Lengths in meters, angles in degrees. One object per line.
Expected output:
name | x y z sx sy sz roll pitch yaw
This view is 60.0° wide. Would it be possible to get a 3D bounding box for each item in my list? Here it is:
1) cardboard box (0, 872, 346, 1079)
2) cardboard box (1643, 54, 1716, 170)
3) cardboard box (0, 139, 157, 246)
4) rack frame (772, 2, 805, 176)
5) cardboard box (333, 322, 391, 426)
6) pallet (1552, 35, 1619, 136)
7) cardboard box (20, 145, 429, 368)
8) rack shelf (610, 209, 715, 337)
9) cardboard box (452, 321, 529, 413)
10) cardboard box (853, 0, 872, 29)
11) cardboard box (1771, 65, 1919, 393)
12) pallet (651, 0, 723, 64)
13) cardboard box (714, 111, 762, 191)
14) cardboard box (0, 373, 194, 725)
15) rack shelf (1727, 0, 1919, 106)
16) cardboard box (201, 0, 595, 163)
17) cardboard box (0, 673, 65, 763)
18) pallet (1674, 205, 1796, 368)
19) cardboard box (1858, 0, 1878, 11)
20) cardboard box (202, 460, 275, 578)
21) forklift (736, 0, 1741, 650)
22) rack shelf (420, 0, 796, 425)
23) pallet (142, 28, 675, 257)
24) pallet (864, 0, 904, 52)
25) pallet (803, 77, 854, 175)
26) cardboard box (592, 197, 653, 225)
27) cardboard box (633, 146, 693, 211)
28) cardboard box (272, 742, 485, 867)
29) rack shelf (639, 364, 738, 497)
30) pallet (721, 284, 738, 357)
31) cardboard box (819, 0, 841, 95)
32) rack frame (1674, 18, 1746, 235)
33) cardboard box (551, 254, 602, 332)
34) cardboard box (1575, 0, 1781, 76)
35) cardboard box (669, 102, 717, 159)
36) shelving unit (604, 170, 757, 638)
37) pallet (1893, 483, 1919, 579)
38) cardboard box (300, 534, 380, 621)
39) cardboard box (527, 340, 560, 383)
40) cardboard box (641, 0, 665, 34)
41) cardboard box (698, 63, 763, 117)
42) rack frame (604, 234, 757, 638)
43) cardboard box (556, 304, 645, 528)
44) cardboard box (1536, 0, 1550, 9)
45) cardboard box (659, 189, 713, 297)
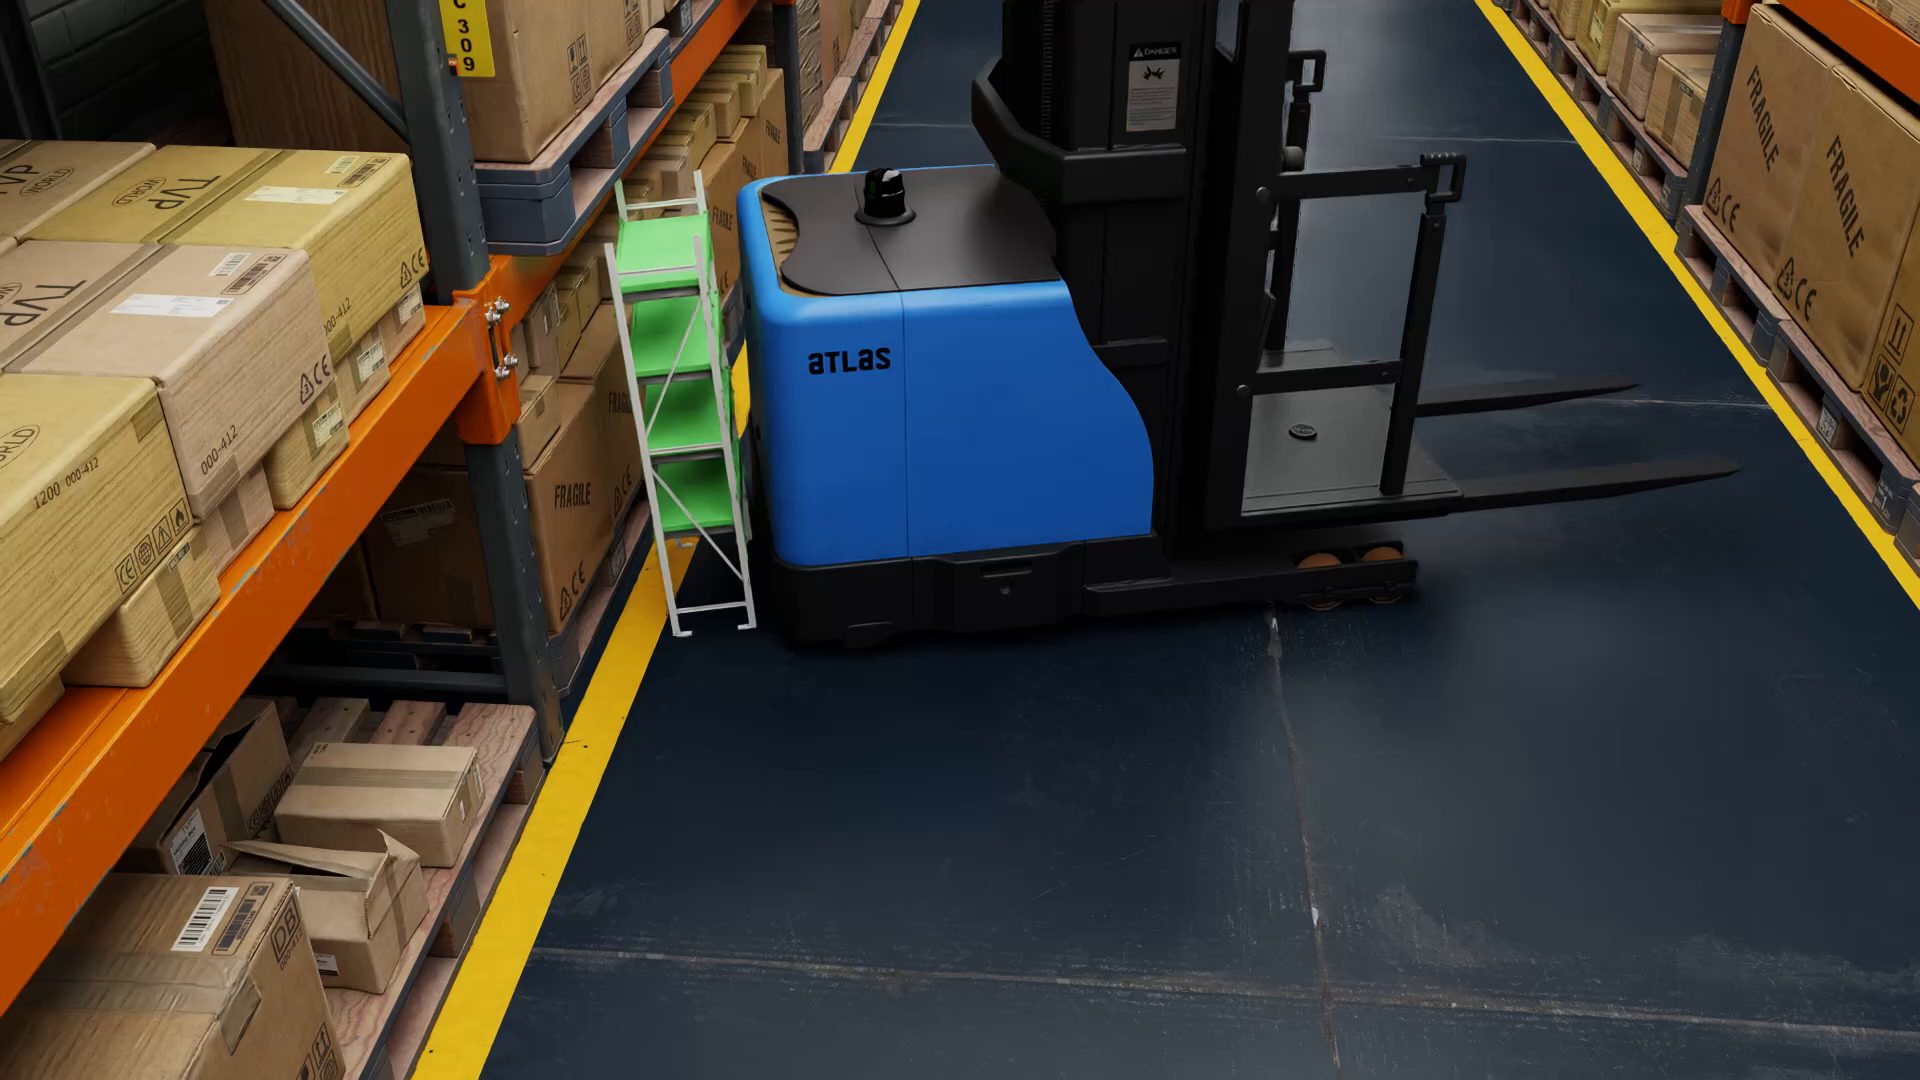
cardboard box | -1.537 0.928 2.868 0.700 0.500 0.500 1 32 2
cardboard box | 3.781 -1.982 7.711 0.950 0.372 0.625 0 32 1
cardboard box | -1.858 -0.561 3.160 0.500 0.250 0.500 2 32 3
rack frame | -1.223 -2.837 6.994 1.000 3.000 0.127 2 32 4
cardboard box | -1.322 -0.324 3.156 0.380 0.149 0.250 3 32 5
pallet | 3.892 -2.484 9.080 1.003 0.211 1.213 2 32 4
cardboard box | -1.347 -0.531 3.113 0.500 0.250 0.500 3 32 5
rack shelf | -0.794 -0.724 4.476 0.258 0.148 0.480 -7 32 -5
cardboard box | -1.314 -0.441 4.188 0.380 0.149 0.250 2 32 3
cardboard box | -0.999 -3.418 9.800 0.875 0.625 0.625 2 32 3
cardboard box | 3.509 -1.077 5.764 0.875 0.875 0.875 3 32 5
pallet | -1.376 -1.738 5.394 1.003 0.211 1.213 2 32 4
cardboard box | -1.094 -1.460 6.742 0.500 0.500 0.500 2 32 3
cardboard box | -1.427 -0.009 2.264 0.500 0.250 0.500 2 32 4
rack shelf | 3.562 -1.275 5.145 1.077 0.370 4.000 2 32 4
cardboard box | -1.286 -1.210 3.859 0.700 0.500 0.500 3 32 5
cardboard box | -1.493 0.214 2.283 0.380 0.149 0.250 3 32 5
pallet | 3.585 -1.031 6.721 1.003 0.211 1.213 2 32 4
cardboard box | 3.410 -2.049 5.858 0.500 0.250 0.500 2 32 3
cardboard box | -1.368 -0.051 2.713 0.380 0.149 0.250 3 32 5
forklift | 0.890 -1.307 4.578 3.031 2.935 1.130 -6 32 -9
rack shelf | -1.386 -1.485 5.486 1.077 0.370 4.000 2 32 4
pallet | -1.375 -1.077 4.321 1.003 0.211 1.213 2 32 4
pallet | -0.918 -3.354 10.492 1.003 0.211 1.213 2 32 4
pallet | -1.117 -2.079 8.422 1.003 0.211 1.213 2 32 4
cardboard box | -1.210 -0.998 5.374 0.380 0.149 0.250 4 32 6
cardboard box | -1.146 -1.266 5.810 0.380 0.149 0.250 1 32 2
cardboard box | -1.301 0.593 3.745 0.380 0.149 0.250 2 32 2
rack shelf | -0.768 -0.317 4.730 0.258 0.148 0.480 -7 32 -5
pallet | -1.423 -0.625 6.063 1.003 0.211 1.213 2 32 4
cardboard box | -1.113 -2.672 8.590 0.875 0.625 0.625 3 32 6
rack frame | 3.725 -2.627 6.653 1.000 3.000 0.127 2 32 4
cardboard box | -1.290 -0.739 4.954 0.380 0.149 0.250 2 32 3
cardboard box | 3.900 -2.764 8.981 0.950 0.372 0.625 3 32 6
cardboard box | -1.134 -1.543 6.258 0.380 0.149 0.250 3 32 5
shelving unit | -0.771 -0.371 4.696 0.258 1.200 0.503 -7 32 -5
pallet | 3.387 0.245 4.651 1.003 0.211 1.213 2 32 4
cardboard box | -1.803 -0.129 4.583 0.500 0.500 0.500 2 32 4
cardboard box | -1.309 -0.460 4.502 0.380 0.149 0.250 2 32 3
cardboard box | -1.053 -1.577 4.678 0.396 0.266 0.258 4 32 6
cardboard box | -1.002 -1.815 6.699 0.380 0.149 0.250 1 32 1
rack frame | -0.740 -0.245 4.490 0.240 1.200 0.015 -7 32 -5
cardboard box | -1.251 -0.382 4.993 0.500 0.500 0.500 2 32 3
cardboard box | 4.010 -3.504 10.181 0.950 0.372 0.625 3 32 5
cardboard box | -1.158 -0.914 5.856 0.500 0.500 0.500 1 32 2
